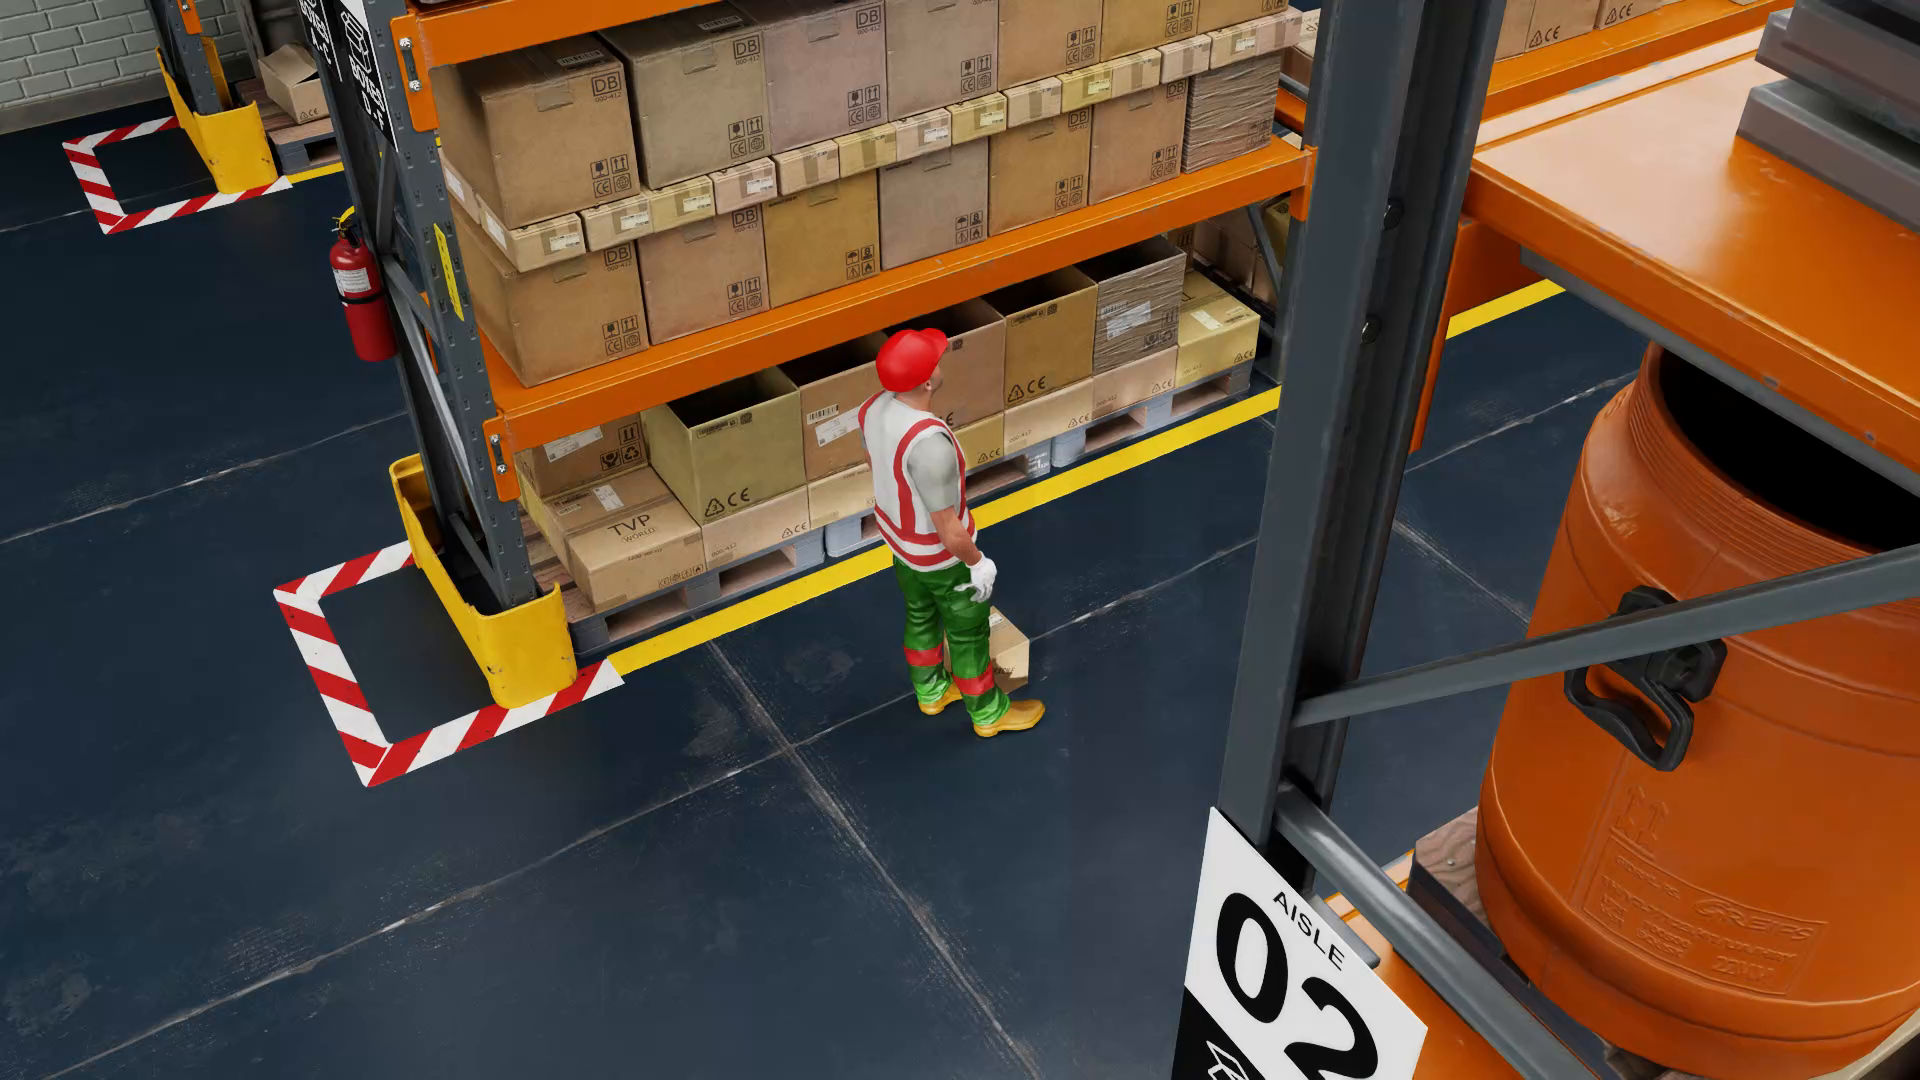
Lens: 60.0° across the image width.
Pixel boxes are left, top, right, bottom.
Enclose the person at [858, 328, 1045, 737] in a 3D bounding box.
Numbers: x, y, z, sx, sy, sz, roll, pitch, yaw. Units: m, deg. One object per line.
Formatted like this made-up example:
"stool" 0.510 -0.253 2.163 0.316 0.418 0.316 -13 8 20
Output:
"person" -0.039 -0.032 6.162 0.564 1.787 0.638 -22 45 -24
